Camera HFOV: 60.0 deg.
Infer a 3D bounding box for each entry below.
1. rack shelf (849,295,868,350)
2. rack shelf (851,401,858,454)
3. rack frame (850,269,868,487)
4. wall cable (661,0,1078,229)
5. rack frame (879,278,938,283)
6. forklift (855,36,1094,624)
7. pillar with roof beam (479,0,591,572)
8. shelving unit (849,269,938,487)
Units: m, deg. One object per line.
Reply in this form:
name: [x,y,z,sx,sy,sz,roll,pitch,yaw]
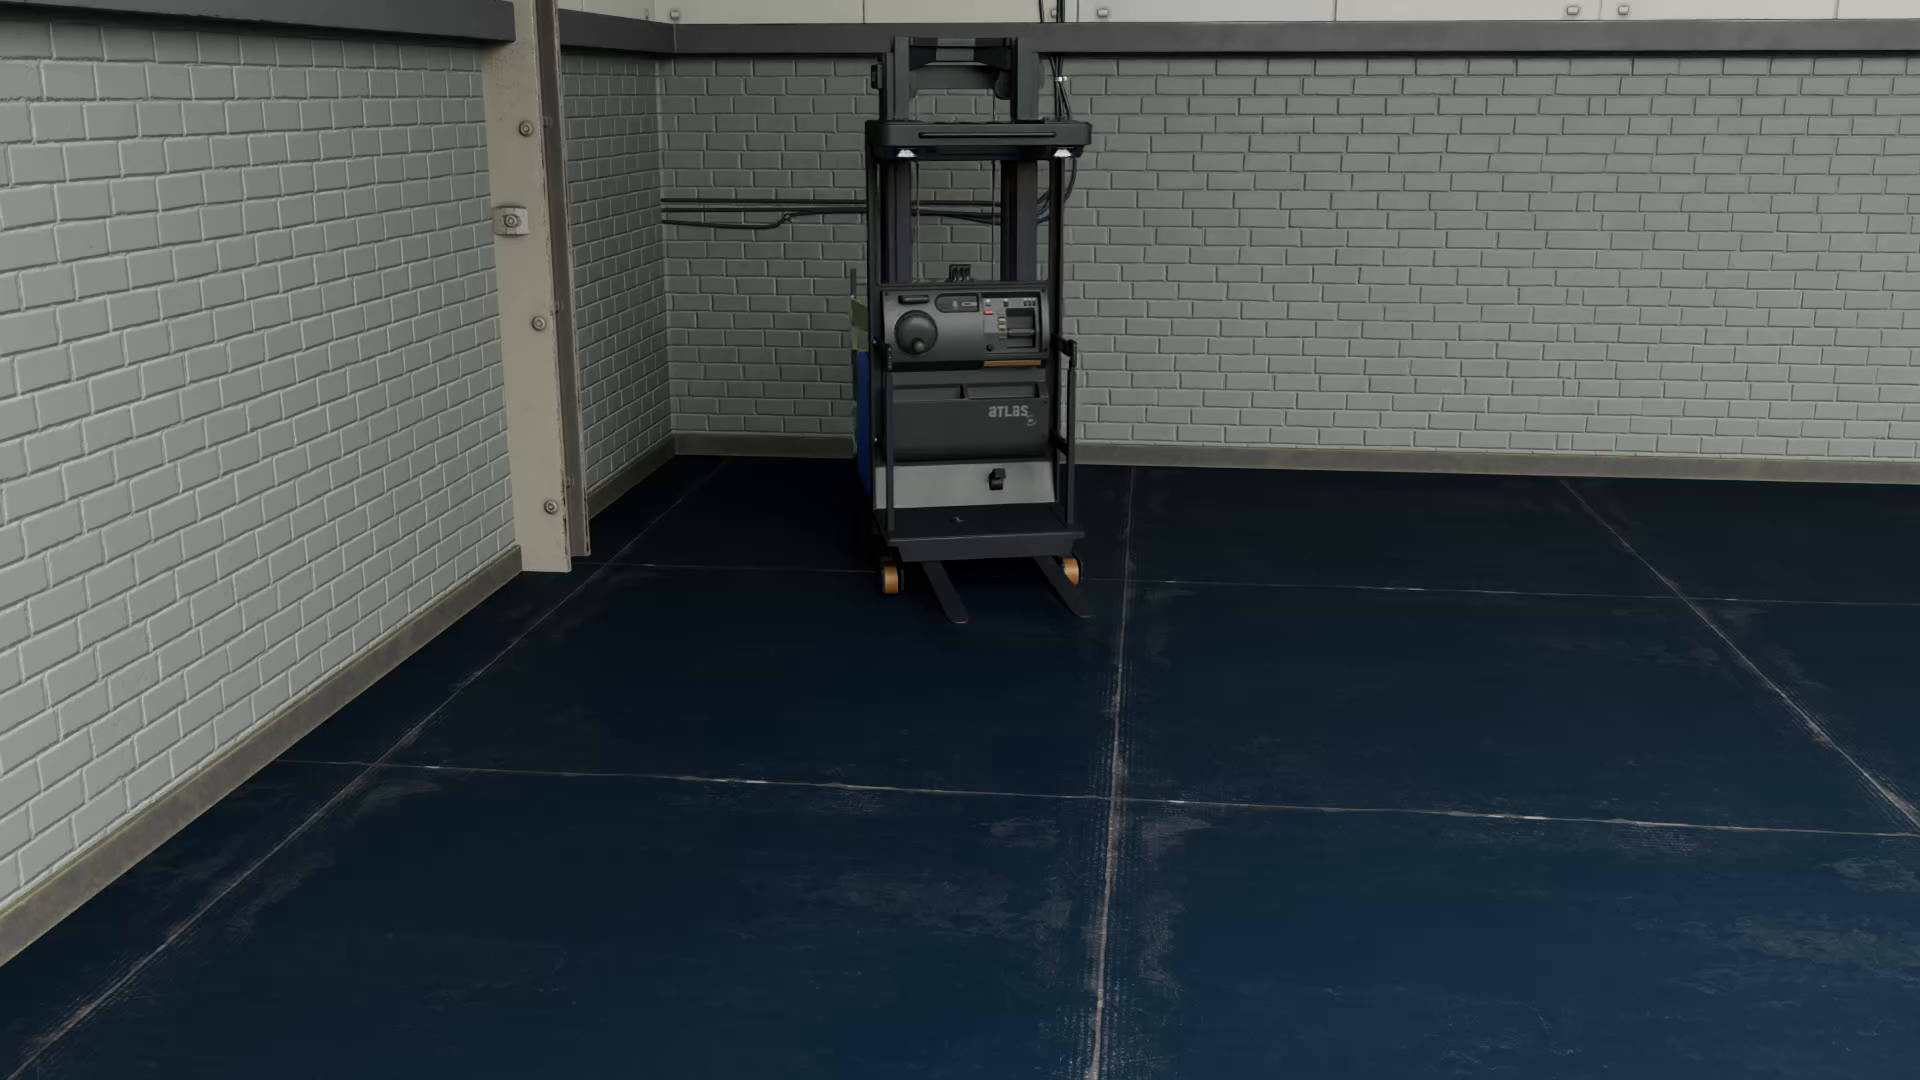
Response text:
rack shelf: [-0.437,-1.389,10.931,0.431,0.370,0.720,-4,16,-16]
rack shelf: [-0.437,-0.698,11.118,0.431,0.370,0.720,-4,16,-16]
rack frame: [-0.539,-1.104,11.372,0.400,1.500,0.023,-4,16,-16]
wall cable: [-0.717,-3.442,11.601,3.097,2.526,0.112,2,15,6]
rack frame: [-0.335,-0.921,10.694,0.400,1.500,0.023,-4,16,-16]
forklift: [0.070,-1.212,9.029,1.130,2.935,3.031,-2,15,-9]
pillar with roof beam: [1.914,-4.089,8.046,9.100,9.000,0.400,2,15,6]
shelving unit: [-0.437,-1.012,11.033,0.431,1.500,0.755,-4,16,-16]
